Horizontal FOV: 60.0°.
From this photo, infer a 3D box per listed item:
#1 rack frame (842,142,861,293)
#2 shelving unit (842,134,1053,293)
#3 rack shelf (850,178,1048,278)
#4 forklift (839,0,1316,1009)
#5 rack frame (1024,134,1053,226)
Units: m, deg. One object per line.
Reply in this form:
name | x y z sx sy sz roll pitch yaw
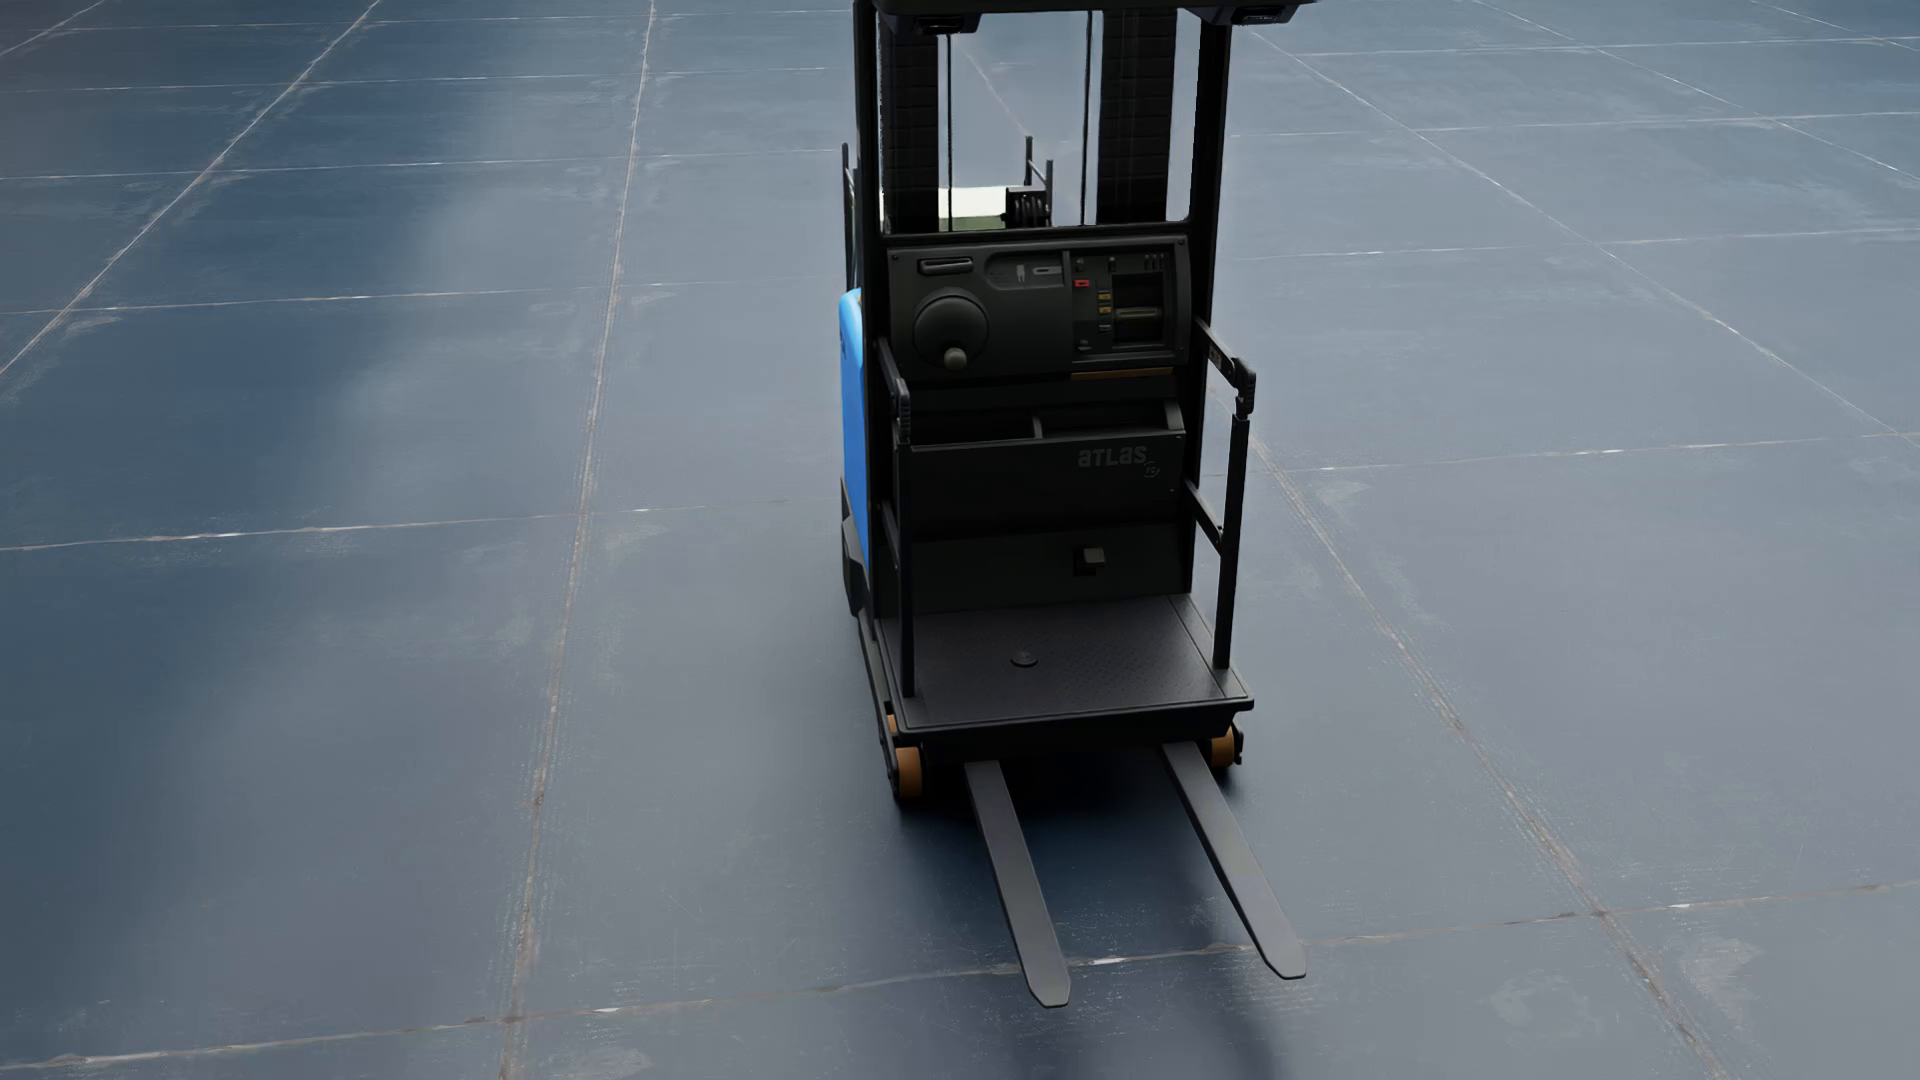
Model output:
rack frame | -0.416 -0.795 6.657 0.023 1.500 0.400 -5 28 -9
shelving unit | -0.056 -0.825 6.714 0.755 1.500 0.431 -5 28 -9
rack shelf | -0.056 -1.172 6.536 0.720 0.370 0.431 -5 28 -9
forklift | 0.283 -0.675 4.856 1.130 2.935 3.031 -4 27 -8
rack frame | 0.304 -0.854 6.772 0.023 1.500 0.400 -5 28 -9
